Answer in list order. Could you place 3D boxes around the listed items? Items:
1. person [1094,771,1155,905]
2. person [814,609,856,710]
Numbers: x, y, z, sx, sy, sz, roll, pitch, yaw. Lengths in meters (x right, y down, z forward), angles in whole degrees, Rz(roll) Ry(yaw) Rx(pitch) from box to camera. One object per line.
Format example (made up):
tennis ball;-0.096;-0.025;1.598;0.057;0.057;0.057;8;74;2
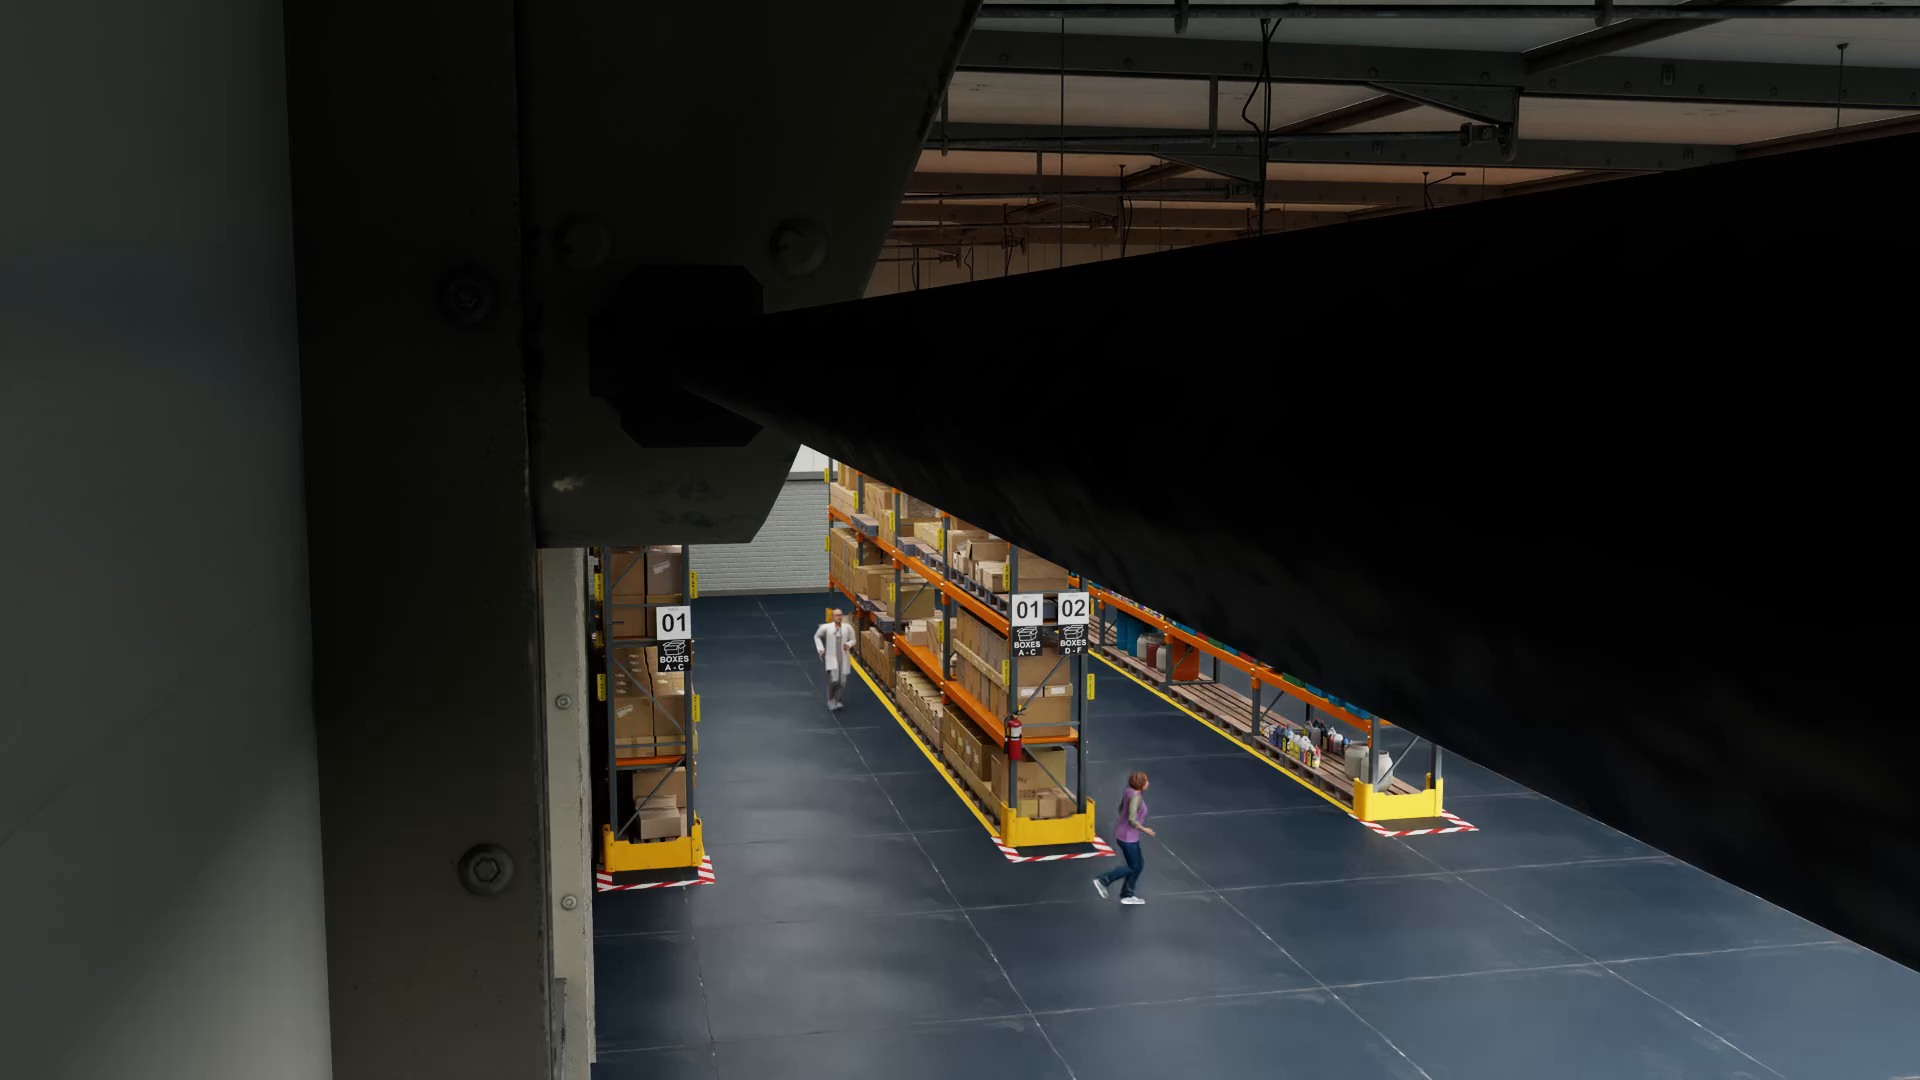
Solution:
person;1.850;3.360;18.734;0.688;1.548;0.537;0;7;3
person;-2.105;2.064;28.565;0.685;1.751;0.703;-2;7;-18
